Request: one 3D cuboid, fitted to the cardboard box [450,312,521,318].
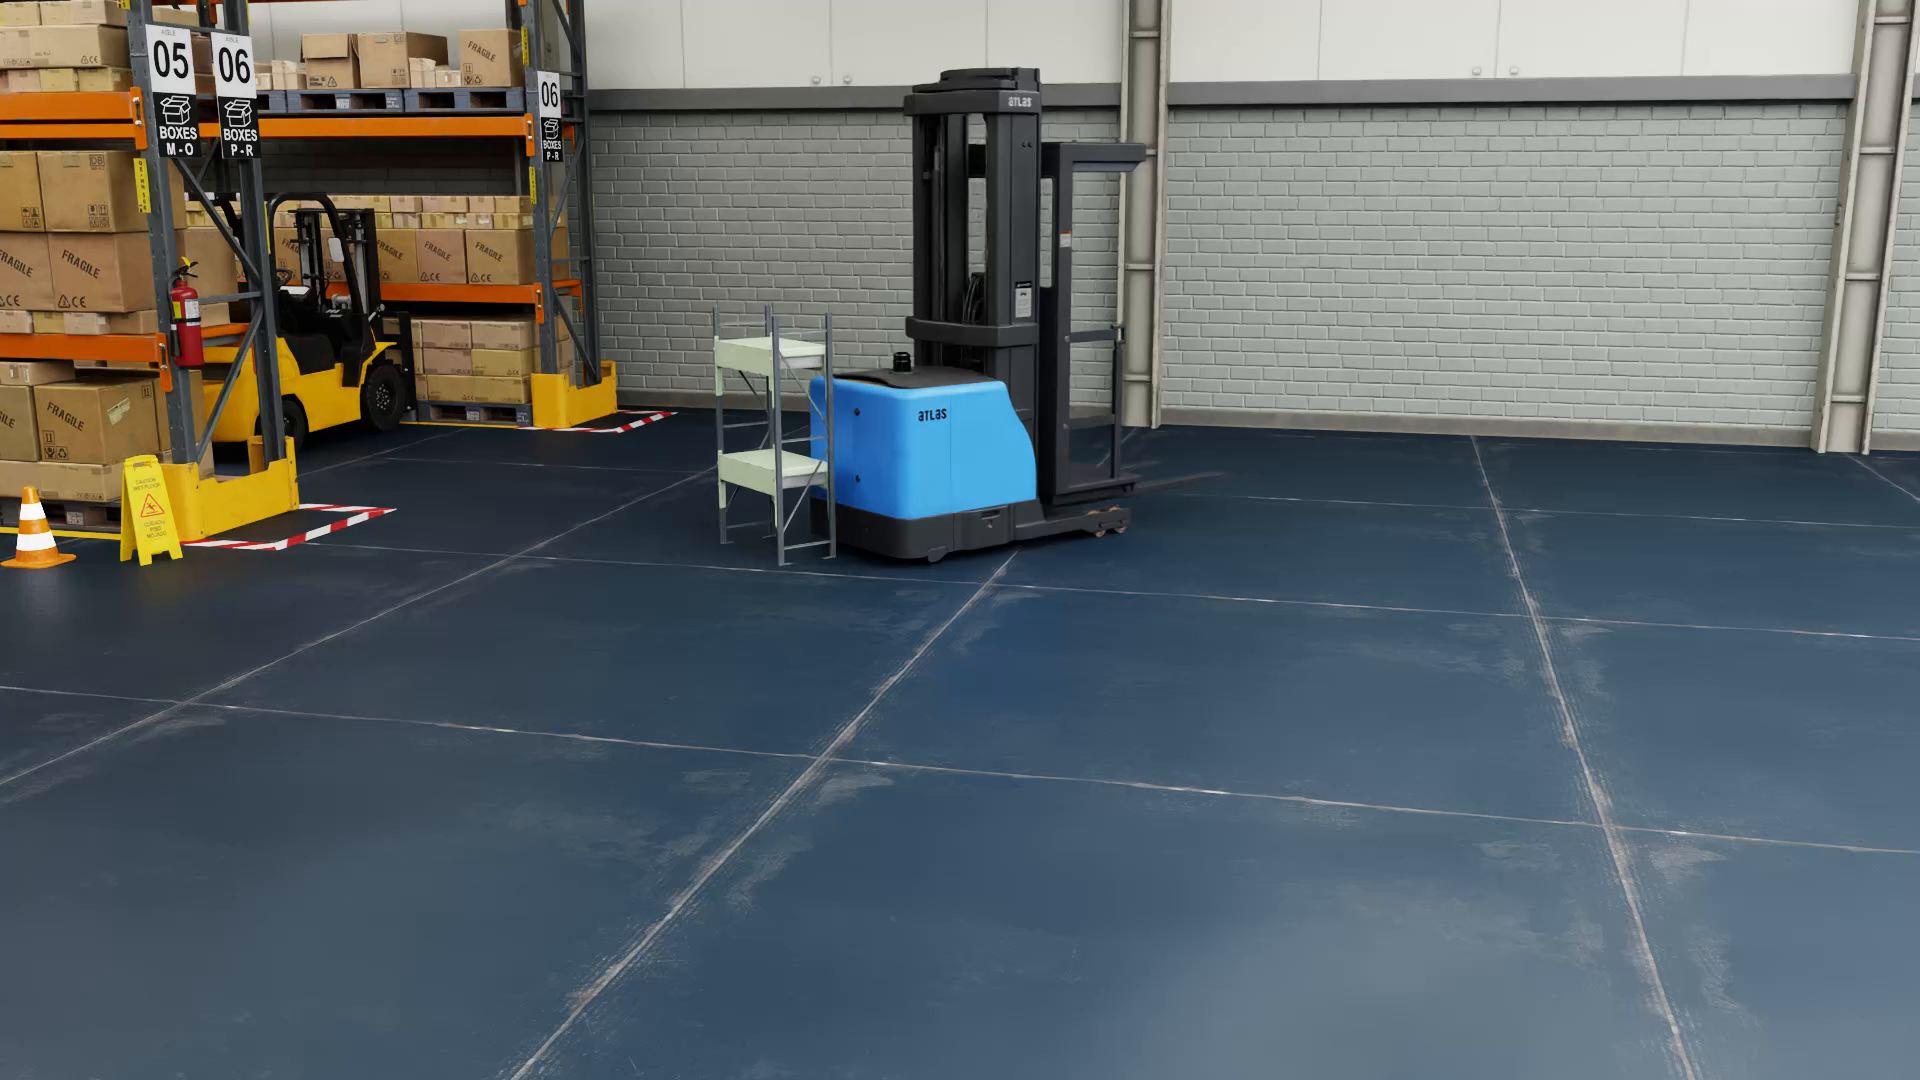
[{"bbox_3d":[-4.608,-2.065,16.186,0.500,0.250,0.500,3,13,14],"label":"cardboard box"}]

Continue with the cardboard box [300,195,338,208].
[{"bbox_3d":[-6.076,-3.213,15.877,0.250,0.149,0.380,3,13,13],"label":"cardboard box"}]

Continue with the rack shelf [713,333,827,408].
[{"bbox_3d":[-1.148,-1.047,10.187,0.431,0.370,0.720,-9,15,-35],"label":"rack shelf"}]

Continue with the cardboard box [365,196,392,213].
[{"bbox_3d":[-5.362,-3.154,15.611,0.250,0.149,0.380,3,13,15],"label":"cardboard box"}]

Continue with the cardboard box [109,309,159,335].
[{"bbox_3d":[-5.301,-1.432,10.843,0.250,0.149,0.380,4,13,15],"label":"cardboard box"}]

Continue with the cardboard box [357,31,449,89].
[{"bbox_3d":[-5.159,-4.437,15.451,0.500,0.500,0.700,3,13,14],"label":"cardboard box"}]

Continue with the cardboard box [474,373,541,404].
[{"bbox_3d":[-4.233,-1.445,15.699,0.500,0.250,0.500,3,13,14],"label":"cardboard box"}]

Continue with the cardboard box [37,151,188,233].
[{"bbox_3d":[-5.435,-2.243,10.692,0.500,0.500,0.700,3,13,12],"label":"cardboard box"}]

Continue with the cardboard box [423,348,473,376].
[{"bbox_3d":[-4.733,-1.719,15.780,0.500,0.250,0.500,3,13,13],"label":"cardboard box"}]

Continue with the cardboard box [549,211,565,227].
[{"bbox_3d":[-3.968,-3.062,15.881,0.250,0.149,0.380,3,13,12],"label":"cardboard box"}]

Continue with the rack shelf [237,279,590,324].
[{"bbox_3d":[-5.643,-2.377,16.182,4.000,0.370,1.077,3,13,14],"label":"rack shelf"}]

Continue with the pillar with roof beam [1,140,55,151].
[{"bbox_3d":[-11.018,-5.185,13.327,0.400,9.000,9.100,3,13,14],"label":"pillar with roof beam"}]

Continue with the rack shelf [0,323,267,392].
[{"bbox_3d":[-6.828,-1.333,11.477,4.000,0.370,1.077,3,13,14],"label":"rack shelf"}]

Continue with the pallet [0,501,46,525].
[{"bbox_3d":[-6.921,-0.336,11.762,1.213,0.211,1.003,3,13,14],"label":"pallet"}]

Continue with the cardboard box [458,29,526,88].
[{"bbox_3d":[-4.189,-4.363,15.117,0.500,0.500,0.500,3,13,15],"label":"cardboard box"}]

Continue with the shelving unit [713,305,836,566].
[{"bbox_3d":[-1.148,-0.666,10.271,0.431,1.500,0.755,-9,15,-35],"label":"shelving unit"}]

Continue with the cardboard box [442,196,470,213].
[{"bbox_3d":[-4.607,-3.123,15.471,0.250,0.149,0.380,3,13,15],"label":"cardboard box"}]

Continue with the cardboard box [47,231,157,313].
[{"bbox_3d":[-5.479,-1.744,10.754,0.500,0.500,0.500,3,13,13],"label":"cardboard box"}]

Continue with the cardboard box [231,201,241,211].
[{"bbox_3d":[-6.821,-3.258,16.076,0.250,0.149,0.380,3,13,12],"label":"cardboard box"}]

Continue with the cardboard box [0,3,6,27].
[{"bbox_3d":[-6.013,-3.322,10.593,0.250,0.149,0.380,3,13,14],"label":"cardboard box"}]

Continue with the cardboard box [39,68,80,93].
[{"bbox_3d":[-5.549,-2.888,10.479,0.250,0.149,0.380,3,13,14],"label":"cardboard box"}]

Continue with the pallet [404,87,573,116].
[{"bbox_3d":[-4.381,-4.088,15.511,1.213,0.211,1.003,3,13,14],"label":"pallet"}]

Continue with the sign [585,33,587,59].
[{"bbox_3d":[-3.562,-4.670,15.733,0.005,0.325,0.100,3,13,14],"label":"sign"}]

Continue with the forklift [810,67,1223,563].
[{"bbox_3d":[0.501,-1.535,10.884,3.031,2.935,1.130,-10,16,-39],"label":"forklift"}]

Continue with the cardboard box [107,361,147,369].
[{"bbox_3d":[-8.094,-1.902,16.895,0.625,0.625,0.875,4,13,16],"label":"cardboard box"}]

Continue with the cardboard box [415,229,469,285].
[{"bbox_3d":[-4.743,-2.672,15.622,0.500,0.500,0.500,3,13,15],"label":"cardboard box"}]

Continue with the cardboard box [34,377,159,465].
[{"bbox_3d":[-5.727,-0.796,11.042,0.500,0.500,0.500,3,13,14],"label":"cardboard box"}]

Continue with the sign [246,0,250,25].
[{"bbox_3d":[-4.757,-3.585,11.026,0.005,0.325,0.100,3,13,14],"label":"sign"}]

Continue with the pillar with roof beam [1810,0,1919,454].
[{"bbox_3d":[6.458,-4.251,9.117,0.400,9.000,9.100,3,13,14],"label":"pillar with roof beam"}]

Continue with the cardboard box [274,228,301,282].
[{"bbox_3d":[-6.215,-2.753,15.986,0.500,0.500,0.500,3,13,13],"label":"cardboard box"}]

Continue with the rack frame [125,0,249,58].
[{"bbox_3d":[-4.886,-4.509,10.281,0.127,3.000,1.000,3,13,14],"label":"rack frame"}]

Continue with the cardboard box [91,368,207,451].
[{"bbox_3d":[-5.627,-0.910,11.558,0.500,0.500,0.500,3,13,12],"label":"cardboard box"}]

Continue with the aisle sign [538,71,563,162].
[{"bbox_3d":[-3.707,-3.828,15.061,0.004,0.787,0.394,3,13,14],"label":"aisle sign"}]

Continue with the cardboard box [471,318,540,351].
[{"bbox_3d":[-4.223,-1.933,15.593,0.500,0.250,0.500,4,13,15],"label":"cardboard box"}]

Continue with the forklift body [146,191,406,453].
[{"bbox_3d":[-5.979,-1.925,14.443,1.214,2.155,2.313,3,13,14],"label":"forklift body"}]

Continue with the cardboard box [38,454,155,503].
[{"bbox_3d":[-5.759,-0.429,11.123,0.500,0.250,0.500,3,13,13],"label":"cardboard box"}]

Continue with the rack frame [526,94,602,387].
[{"bbox_3d":[-3.701,-2.624,15.636,0.127,3.000,1.000,3,13,14],"label":"rack frame"}]

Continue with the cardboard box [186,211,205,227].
[{"bbox_3d":[-7.338,-3.125,16.167,0.250,0.149,0.380,3,13,13],"label":"cardboard box"}]

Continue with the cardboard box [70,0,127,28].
[{"bbox_3d":[-5.286,-3.267,10.346,0.250,0.149,0.380,3,13,14],"label":"cardboard box"}]

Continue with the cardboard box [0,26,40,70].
[{"bbox_3d":[-5.933,-3.116,10.586,0.500,0.250,0.500,3,13,13],"label":"cardboard box"}]

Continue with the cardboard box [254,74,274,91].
[{"bbox_3d":[-6.475,-4.300,15.645,0.250,0.149,0.380,3,13,15],"label":"cardboard box"}]

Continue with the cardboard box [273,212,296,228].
[{"bbox_3d":[-6.350,-3.062,15.883,0.250,0.149,0.380,3,13,13],"label":"cardboard box"}]

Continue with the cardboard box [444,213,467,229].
[{"bbox_3d":[-4.597,-2.982,15.521,0.250,0.149,0.380,3,13,15],"label":"cardboard box"}]

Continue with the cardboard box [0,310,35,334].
[{"bbox_3d":[-6.074,-1.447,10.909,0.250,0.149,0.380,3,13,15],"label":"cardboard box"}]

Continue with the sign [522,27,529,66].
[{"bbox_3d":[-3.844,-4.369,14.713,0.005,0.325,0.100,3,13,14],"label":"sign"}]

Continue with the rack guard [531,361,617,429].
[{"bbox_3d":[-3.677,-1.403,15.902,0.348,0.500,1.175,3,13,14],"label":"rack guard"}]

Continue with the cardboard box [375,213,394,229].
[{"bbox_3d":[-5.356,-3.010,15.648,0.250,0.149,0.380,3,13,14],"label":"cardboard box"}]
